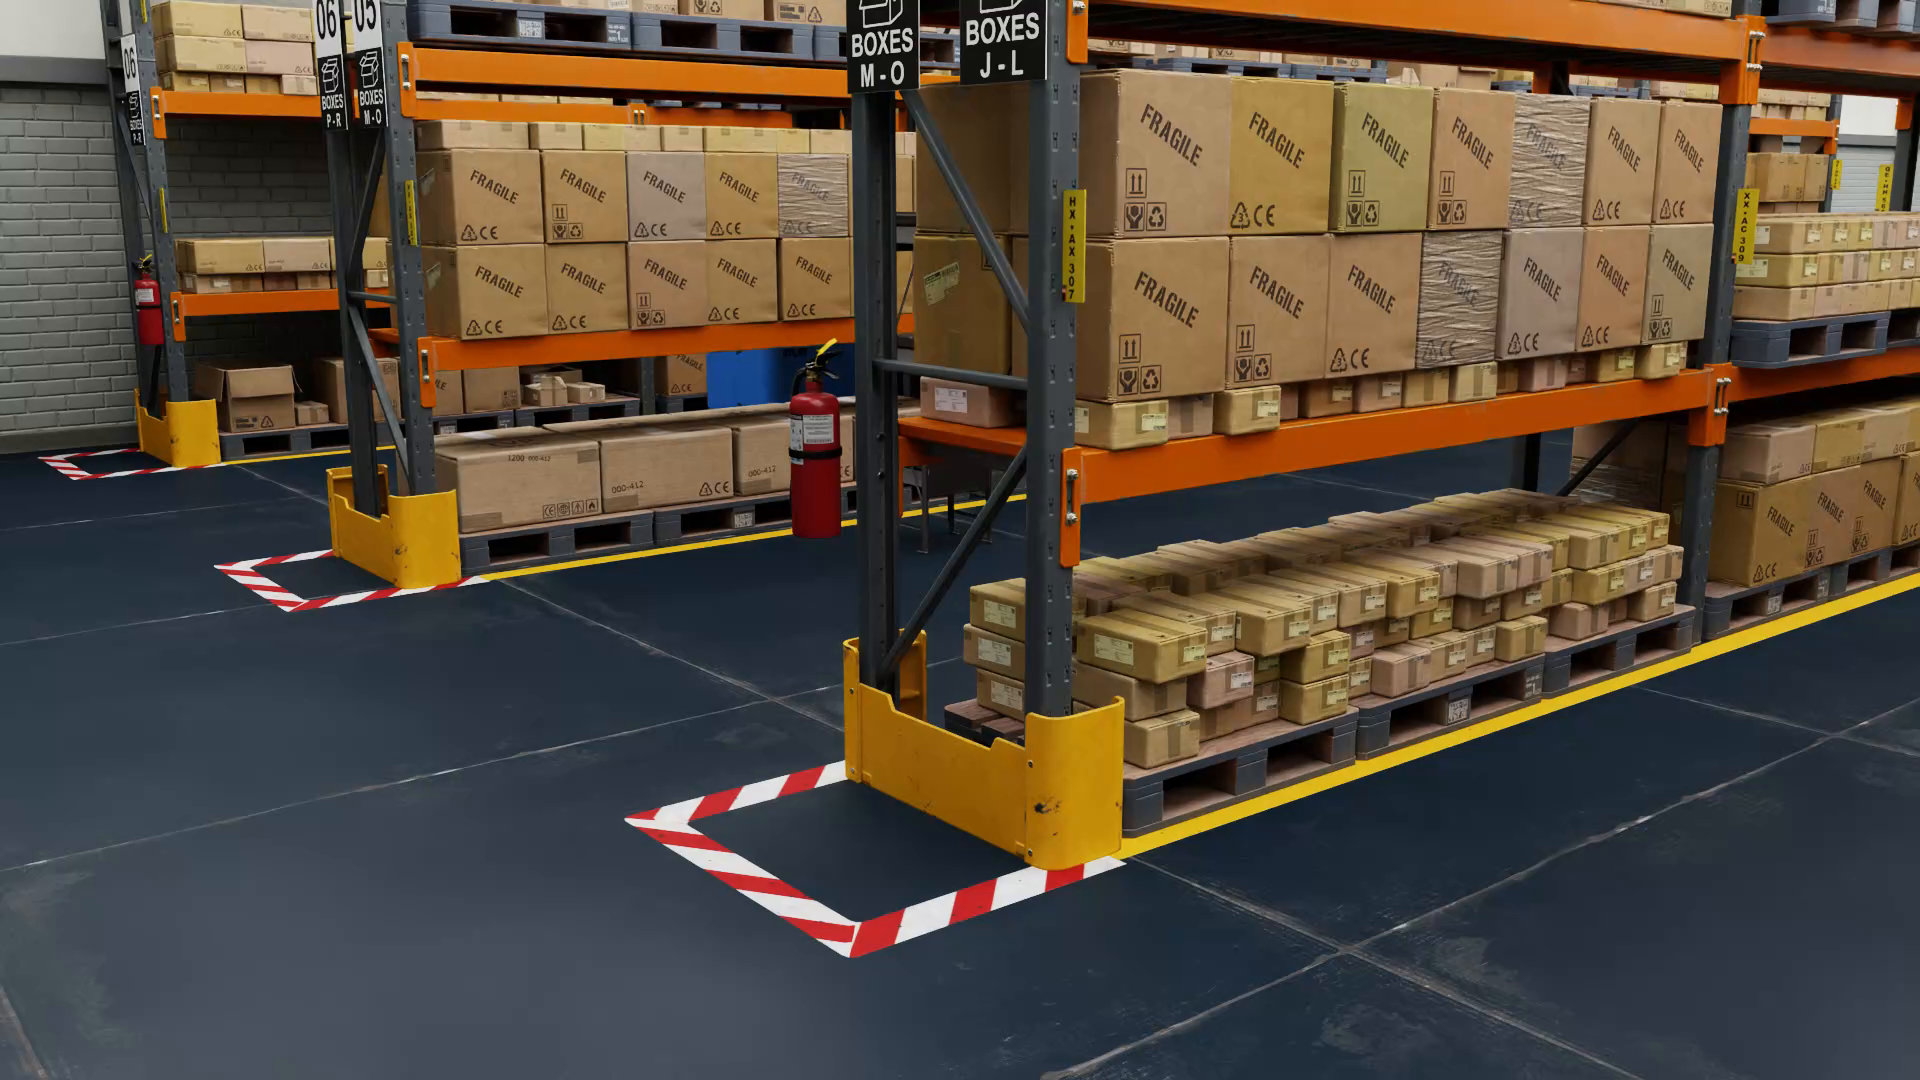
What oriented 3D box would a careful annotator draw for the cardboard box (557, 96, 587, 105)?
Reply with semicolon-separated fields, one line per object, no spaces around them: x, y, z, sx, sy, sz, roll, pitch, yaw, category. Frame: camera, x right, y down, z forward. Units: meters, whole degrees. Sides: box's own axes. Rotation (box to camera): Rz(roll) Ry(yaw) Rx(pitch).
-3.447;-3.860;14.469;0.250;0.149;0.380;-9;15;-38;cardboard box

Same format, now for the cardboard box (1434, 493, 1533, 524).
2.466;-0.112;7.854;0.250;0.149;0.380;-9;15;-35;cardboard box

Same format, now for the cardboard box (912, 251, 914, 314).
-0.257;-1.784;11.069;0.500;0.500;0.500;-9;15;-37;cardboard box

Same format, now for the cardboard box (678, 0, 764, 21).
-1.510;-3.326;9.855;0.500;0.500;0.500;-9;15;-37;cardboard box

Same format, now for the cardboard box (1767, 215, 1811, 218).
4.327;-1.673;8.949;0.250;0.149;0.380;-10;16;-40;cardboard box

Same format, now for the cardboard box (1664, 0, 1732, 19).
2.902;-2.334;7.036;0.500;0.250;0.500;-9;15;-36;cardboard box

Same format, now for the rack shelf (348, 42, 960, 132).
-1.616;-2.693;10.099;4.000;0.370;1.077;-9;15;-38;rack shelf

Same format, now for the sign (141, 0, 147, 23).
-5.942;-3.929;12.086;0.005;0.325;0.100;-9;15;-38;sign

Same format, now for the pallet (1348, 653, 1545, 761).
1.661;0.569;6.941;1.213;0.211;1.003;-9;15;-38;pallet

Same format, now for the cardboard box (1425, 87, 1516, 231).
1.716;-1.424;6.249;0.500;0.500;0.500;-10;16;-39;cardboard box

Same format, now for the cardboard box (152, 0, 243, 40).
-5.778;-3.923;12.603;0.500;0.250;0.500;-10;15;-38;cardboard box

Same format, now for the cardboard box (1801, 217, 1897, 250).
4.324;-1.499;8.129;0.250;0.149;0.380;-10;15;-38;cardboard box

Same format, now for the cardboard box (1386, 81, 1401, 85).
3.421;-3.714;13.779;0.250;0.149;0.380;-9;15;-38;cardboard box

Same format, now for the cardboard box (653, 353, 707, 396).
-2.640;-1.650;15.686;0.500;0.500;0.500;-9;15;-35;cardboard box

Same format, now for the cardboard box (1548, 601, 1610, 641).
2.602;0.313;7.285;0.250;0.149;0.380;-10;16;-40;cardboard box

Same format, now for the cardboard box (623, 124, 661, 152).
-1.926;-2.315;9.598;0.250;0.149;0.380;-9;15;-37;cardboard box

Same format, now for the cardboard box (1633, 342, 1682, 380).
2.907;-0.798;7.270;0.250;0.149;0.380;-10;16;-39;cardboard box

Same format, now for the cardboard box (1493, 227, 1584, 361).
2.120;-1.001;6.666;0.500;0.500;0.500;-10;15;-38;cardboard box

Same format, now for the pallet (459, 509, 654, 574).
-2.602;-0.070;9.951;1.213;0.211;1.003;-9;15;-38;pallet

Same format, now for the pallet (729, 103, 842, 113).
-1.797;-4.225;16.036;1.003;0.211;1.213;-9;15;-38;pallet

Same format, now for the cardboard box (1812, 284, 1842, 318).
3.925;-1.143;7.884;0.250;0.149;0.380;-9;15;-37;cardboard box

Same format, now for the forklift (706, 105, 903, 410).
-0.495;-2.154;13.216;3.031;2.935;1.130;-9;15;-36;forklift

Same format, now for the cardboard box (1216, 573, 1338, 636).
1.174;0.244;6.177;0.250;0.149;0.380;-10;16;-40;cardboard box

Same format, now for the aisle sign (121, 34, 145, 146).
-6.151;-3.338;12.366;0.004;0.787;0.394;-9;15;-38;aisle sign

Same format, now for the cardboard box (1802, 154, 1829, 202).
9.054;-3.976;18.267;0.500;0.500;0.700;-10;16;-39;cardboard box

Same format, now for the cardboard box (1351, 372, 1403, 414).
1.422;-0.575;6.218;0.250;0.149;0.380;-10;15;-39;cardboard box

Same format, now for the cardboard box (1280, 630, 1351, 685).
1.216;0.401;6.155;0.250;0.149;0.380;-9;15;-36;cardboard box

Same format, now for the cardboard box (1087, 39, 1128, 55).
0.815;-3.626;11.509;0.500;0.500;0.500;-10;15;-39;cardboard box

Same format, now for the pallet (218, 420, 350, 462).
-5.600;-0.872;13.726;1.213;0.211;1.003;-9;15;-38;pallet

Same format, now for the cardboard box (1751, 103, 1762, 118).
8.041;-4.440;17.201;0.250;0.149;0.380;-10;15;-38;cardboard box

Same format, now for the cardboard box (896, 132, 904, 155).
-0.570;-2.553;10.722;0.250;0.149;0.380;-9;15;-38;cardboard box

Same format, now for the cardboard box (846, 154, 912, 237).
-0.651;-2.204;10.640;0.500;0.500;0.500;-10;15;-38;cardboard box

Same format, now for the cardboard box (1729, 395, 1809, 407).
4.354;-0.670;9.263;0.500;0.250;0.500;-10;16;-40;cardboard box

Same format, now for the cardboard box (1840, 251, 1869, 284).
4.114;-1.319;7.997;0.250;0.149;0.380;-9;15;-36;cardboard box

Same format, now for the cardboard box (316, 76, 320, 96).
-5.029;-3.590;13.197;0.250;0.149;0.380;-9;15;-38;cardboard box

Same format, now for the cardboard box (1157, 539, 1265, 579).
1.020;0.116;6.783;0.250;0.149;0.380;-9;15;-36;cardboard box

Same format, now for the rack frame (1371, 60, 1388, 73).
3.069;-5.290;13.379;0.127;3.000;1.000;-9;15;-38;rack frame

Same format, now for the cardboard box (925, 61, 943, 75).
-0.390;-4.785;16.907;0.250;0.149;0.380;-10;16;-40;cardboard box

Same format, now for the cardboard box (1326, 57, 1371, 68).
2.869;-4.006;13.290;0.637;0.503;0.797;-11;16;-41;cardboard box

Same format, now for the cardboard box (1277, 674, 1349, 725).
1.214;0.549;6.174;0.250;0.149;0.380;-9;15;-37;cardboard box

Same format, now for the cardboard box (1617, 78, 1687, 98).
6.707;-4.427;16.179;0.500;0.250;0.500;-10;15;-39;cardboard box

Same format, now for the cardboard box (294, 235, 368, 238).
-5.295;-2.427;13.984;0.500;0.250;0.500;-9;15;-36;cardboard box

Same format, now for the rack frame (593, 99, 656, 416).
-3.158;-2.641;15.347;0.127;3.000;1.000;-9;15;-38;rack frame

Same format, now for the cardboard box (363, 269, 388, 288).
-4.816;-2.157;13.669;0.250;0.149;0.380;-10;16;-39;cardboard box

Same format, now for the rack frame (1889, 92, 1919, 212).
6.240;-1.566;10.283;0.127;3.000;1.000;-9;15;-38;rack frame

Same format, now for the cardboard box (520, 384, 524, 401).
-4.160;-1.349;15.111;0.250;0.149;0.380;-10;15;-38;cardboard box

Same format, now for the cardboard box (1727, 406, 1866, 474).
4.273;-0.519;8.554;0.500;0.250;0.500;-9;15;-36;cardboard box

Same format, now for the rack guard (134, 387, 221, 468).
-6.222;-0.910;13.208;0.348;0.500;1.175;-9;15;-38;rack guard

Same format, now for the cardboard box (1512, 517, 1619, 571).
2.637;0.012;7.269;0.250;0.149;0.380;-10;15;-38;cardboard box

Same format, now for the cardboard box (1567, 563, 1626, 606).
2.668;0.164;7.273;0.250;0.149;0.380;-10;16;-40;cardboard box

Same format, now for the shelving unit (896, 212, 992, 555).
-0.129;-1.006;9.810;0.503;2.100;0.431;-9;15;-38;shelving unit
